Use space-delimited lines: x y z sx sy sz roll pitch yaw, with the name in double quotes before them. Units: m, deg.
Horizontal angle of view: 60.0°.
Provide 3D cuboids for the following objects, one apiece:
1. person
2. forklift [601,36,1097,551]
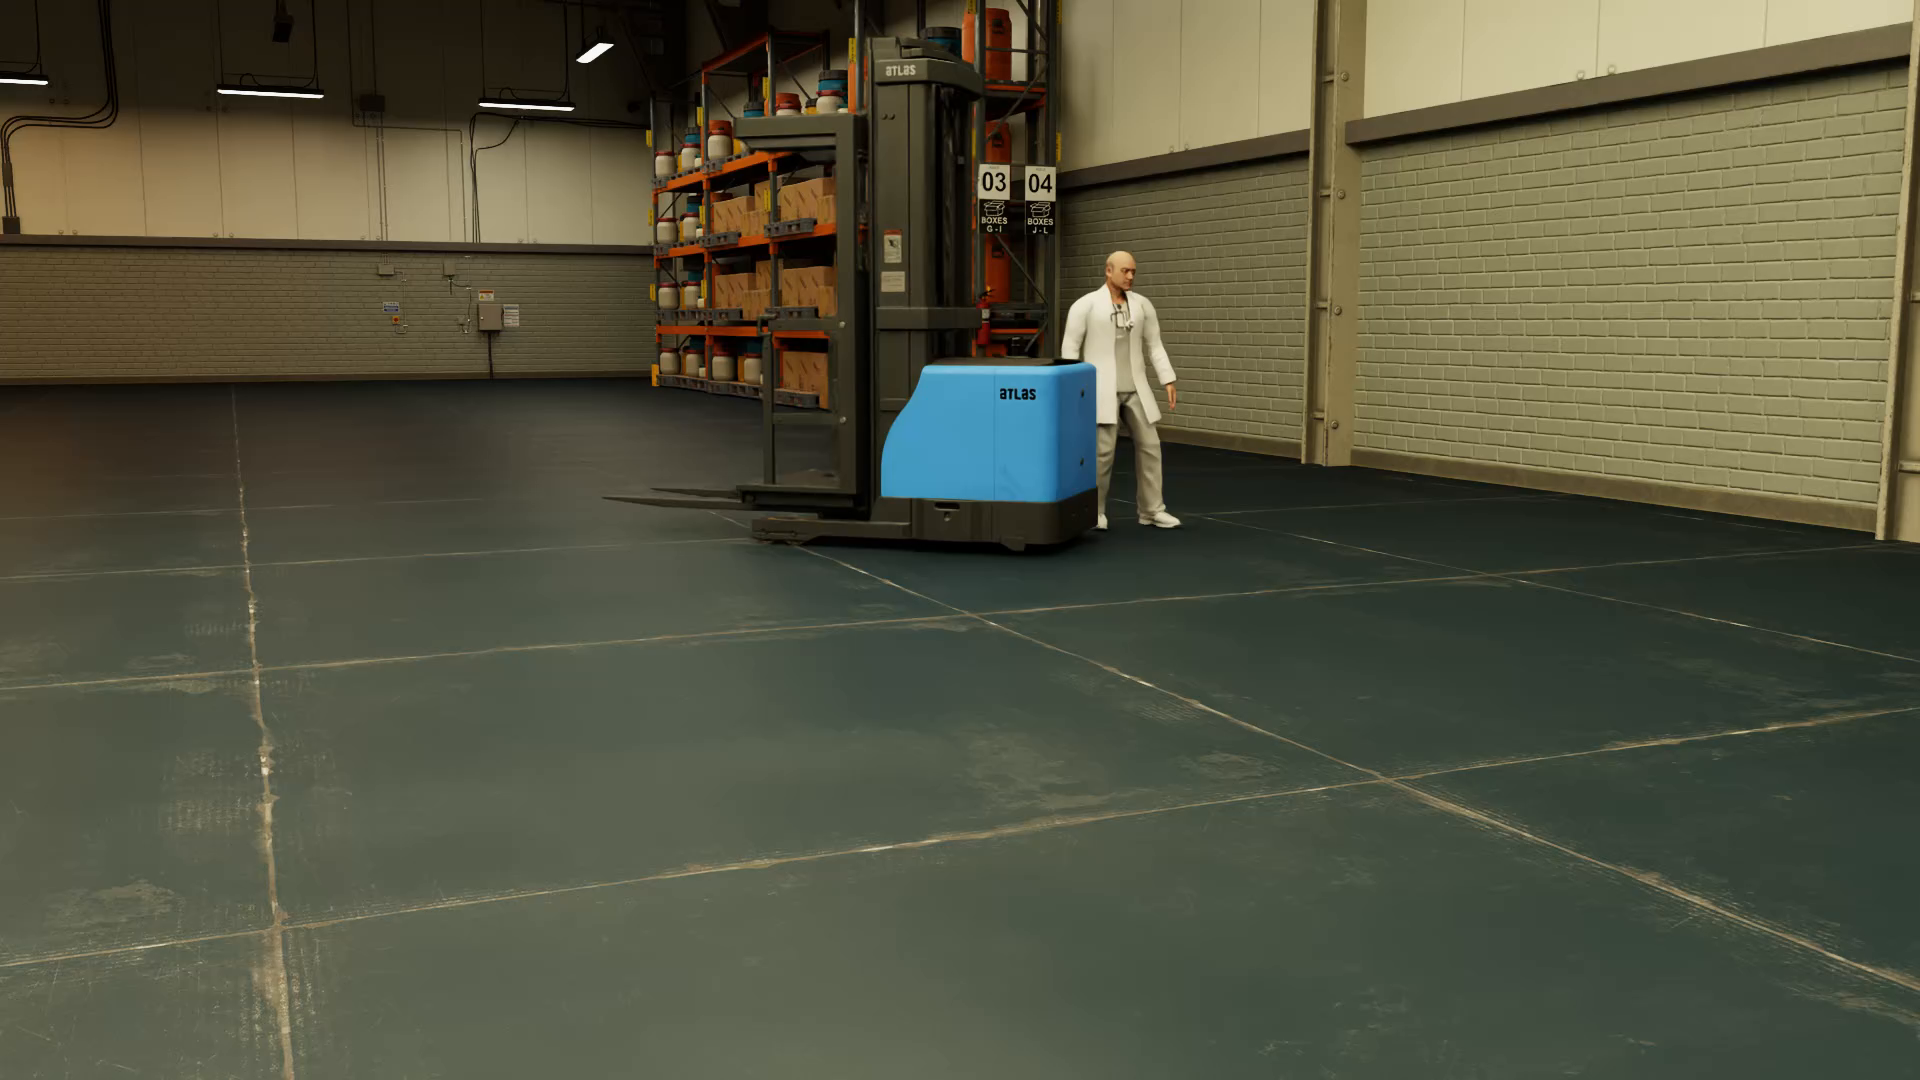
"person" 1.027 -0.950 10.622 0.789 1.763 0.430 -3 8 -20
"forklift" -0.727 -1.479 10.159 3.031 2.935 1.130 3 8 18
